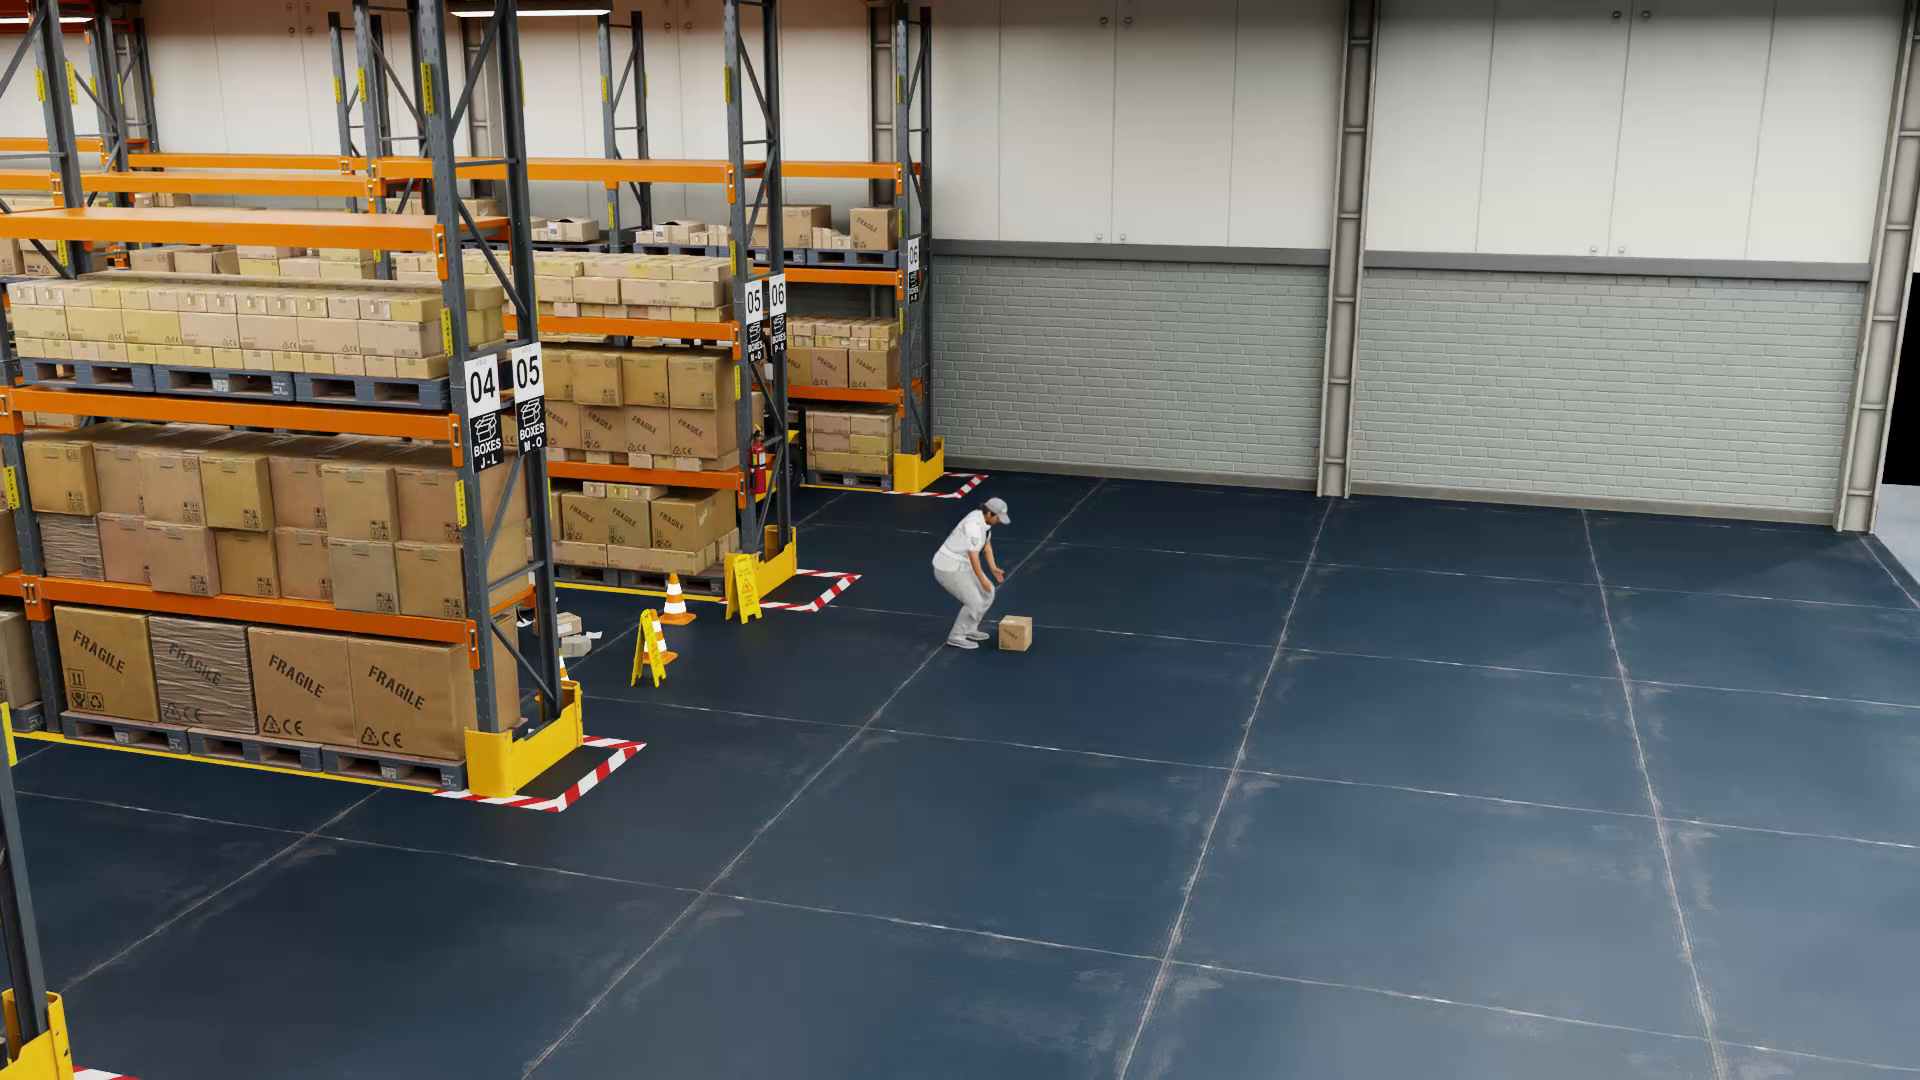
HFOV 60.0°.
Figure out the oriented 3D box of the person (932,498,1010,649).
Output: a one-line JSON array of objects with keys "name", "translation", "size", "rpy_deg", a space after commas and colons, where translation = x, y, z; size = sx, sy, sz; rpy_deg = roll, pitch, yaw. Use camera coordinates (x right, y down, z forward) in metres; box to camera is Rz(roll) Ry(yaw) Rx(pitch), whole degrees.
[{"name": "person", "translation": [0.114, 0.278, 15.441], "size": [0.710, 1.406, 0.533], "rpy_deg": [5, 16, 16]}]
